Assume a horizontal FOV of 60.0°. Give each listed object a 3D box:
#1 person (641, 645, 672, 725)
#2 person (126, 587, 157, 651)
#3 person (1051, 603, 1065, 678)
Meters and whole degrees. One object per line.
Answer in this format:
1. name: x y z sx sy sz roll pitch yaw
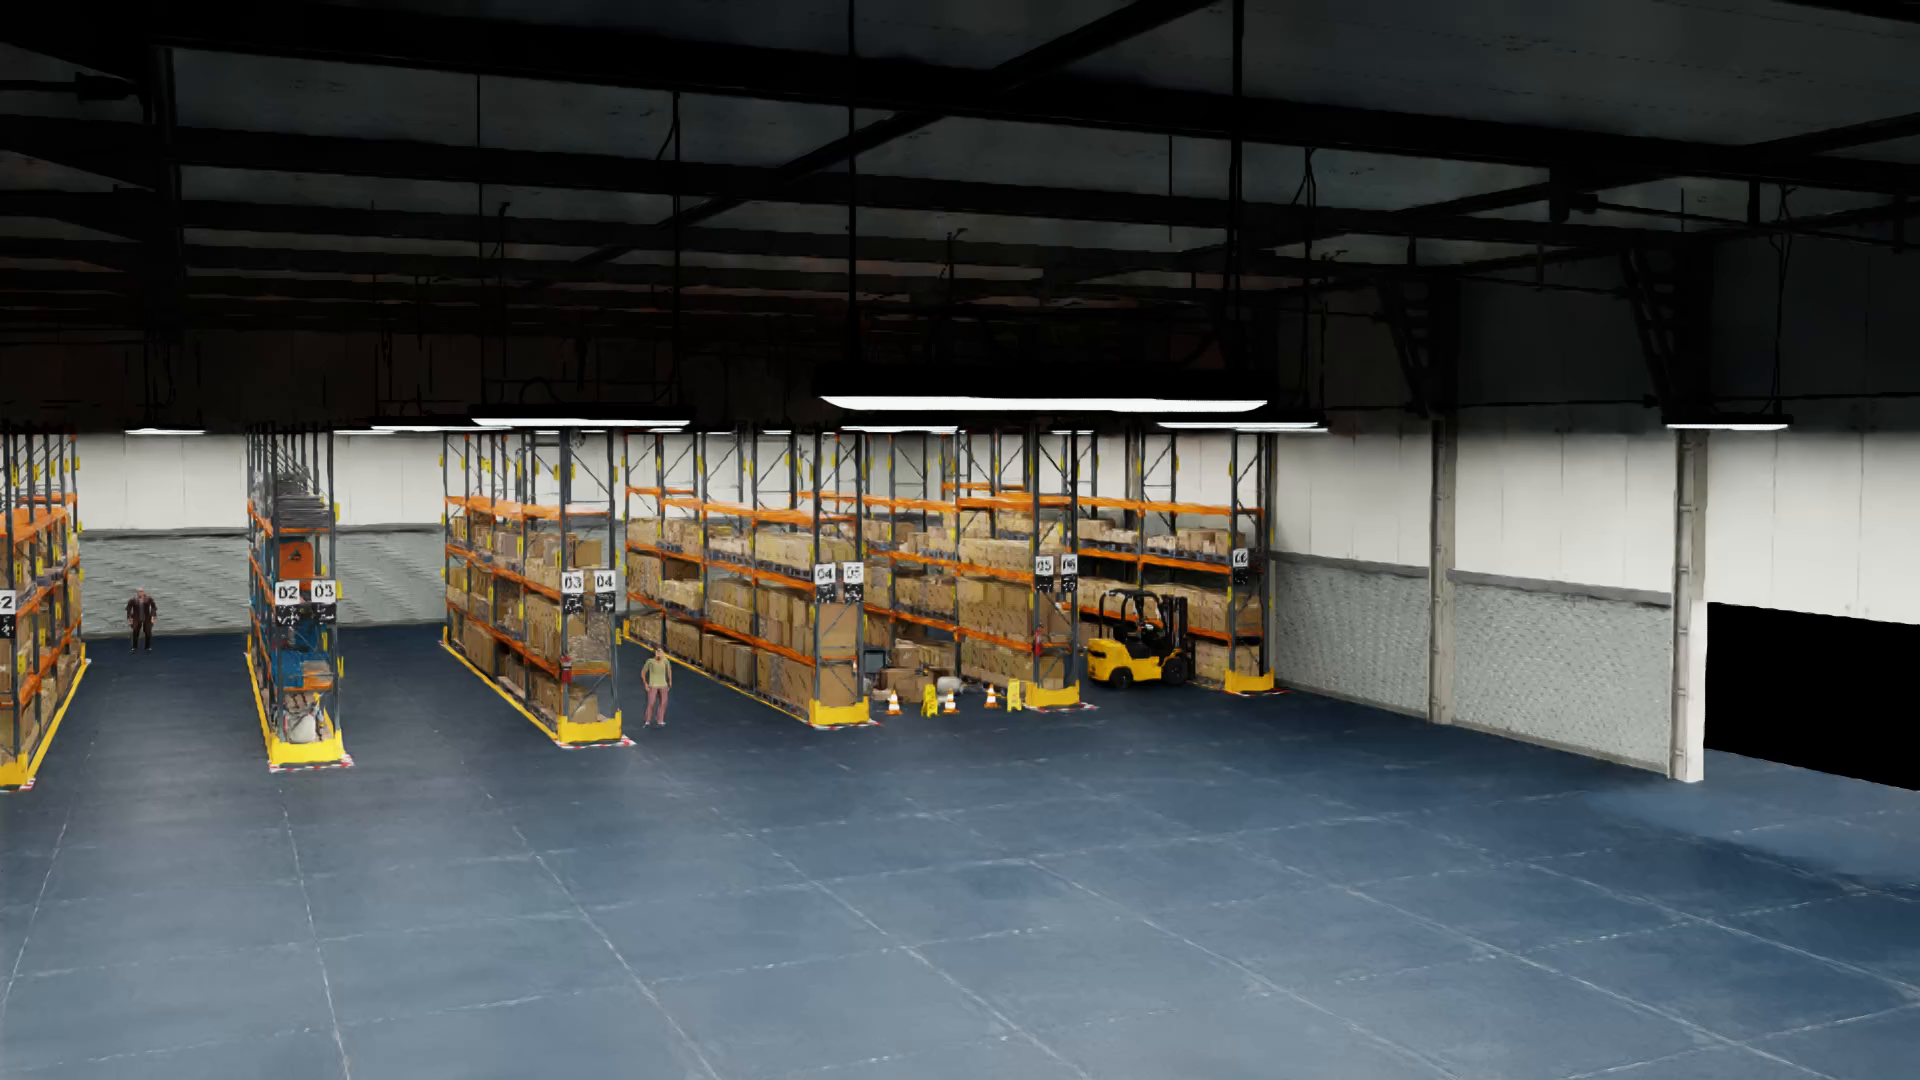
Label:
1. person: -5.979 2.870 32.802 0.598 1.618 0.507 -2 4 -27
2. person: -21.731 2.103 44.153 0.729 1.733 0.546 -2 4 -26
3. person: 2.239 2.365 39.360 0.503 1.764 0.624 0 4 6
